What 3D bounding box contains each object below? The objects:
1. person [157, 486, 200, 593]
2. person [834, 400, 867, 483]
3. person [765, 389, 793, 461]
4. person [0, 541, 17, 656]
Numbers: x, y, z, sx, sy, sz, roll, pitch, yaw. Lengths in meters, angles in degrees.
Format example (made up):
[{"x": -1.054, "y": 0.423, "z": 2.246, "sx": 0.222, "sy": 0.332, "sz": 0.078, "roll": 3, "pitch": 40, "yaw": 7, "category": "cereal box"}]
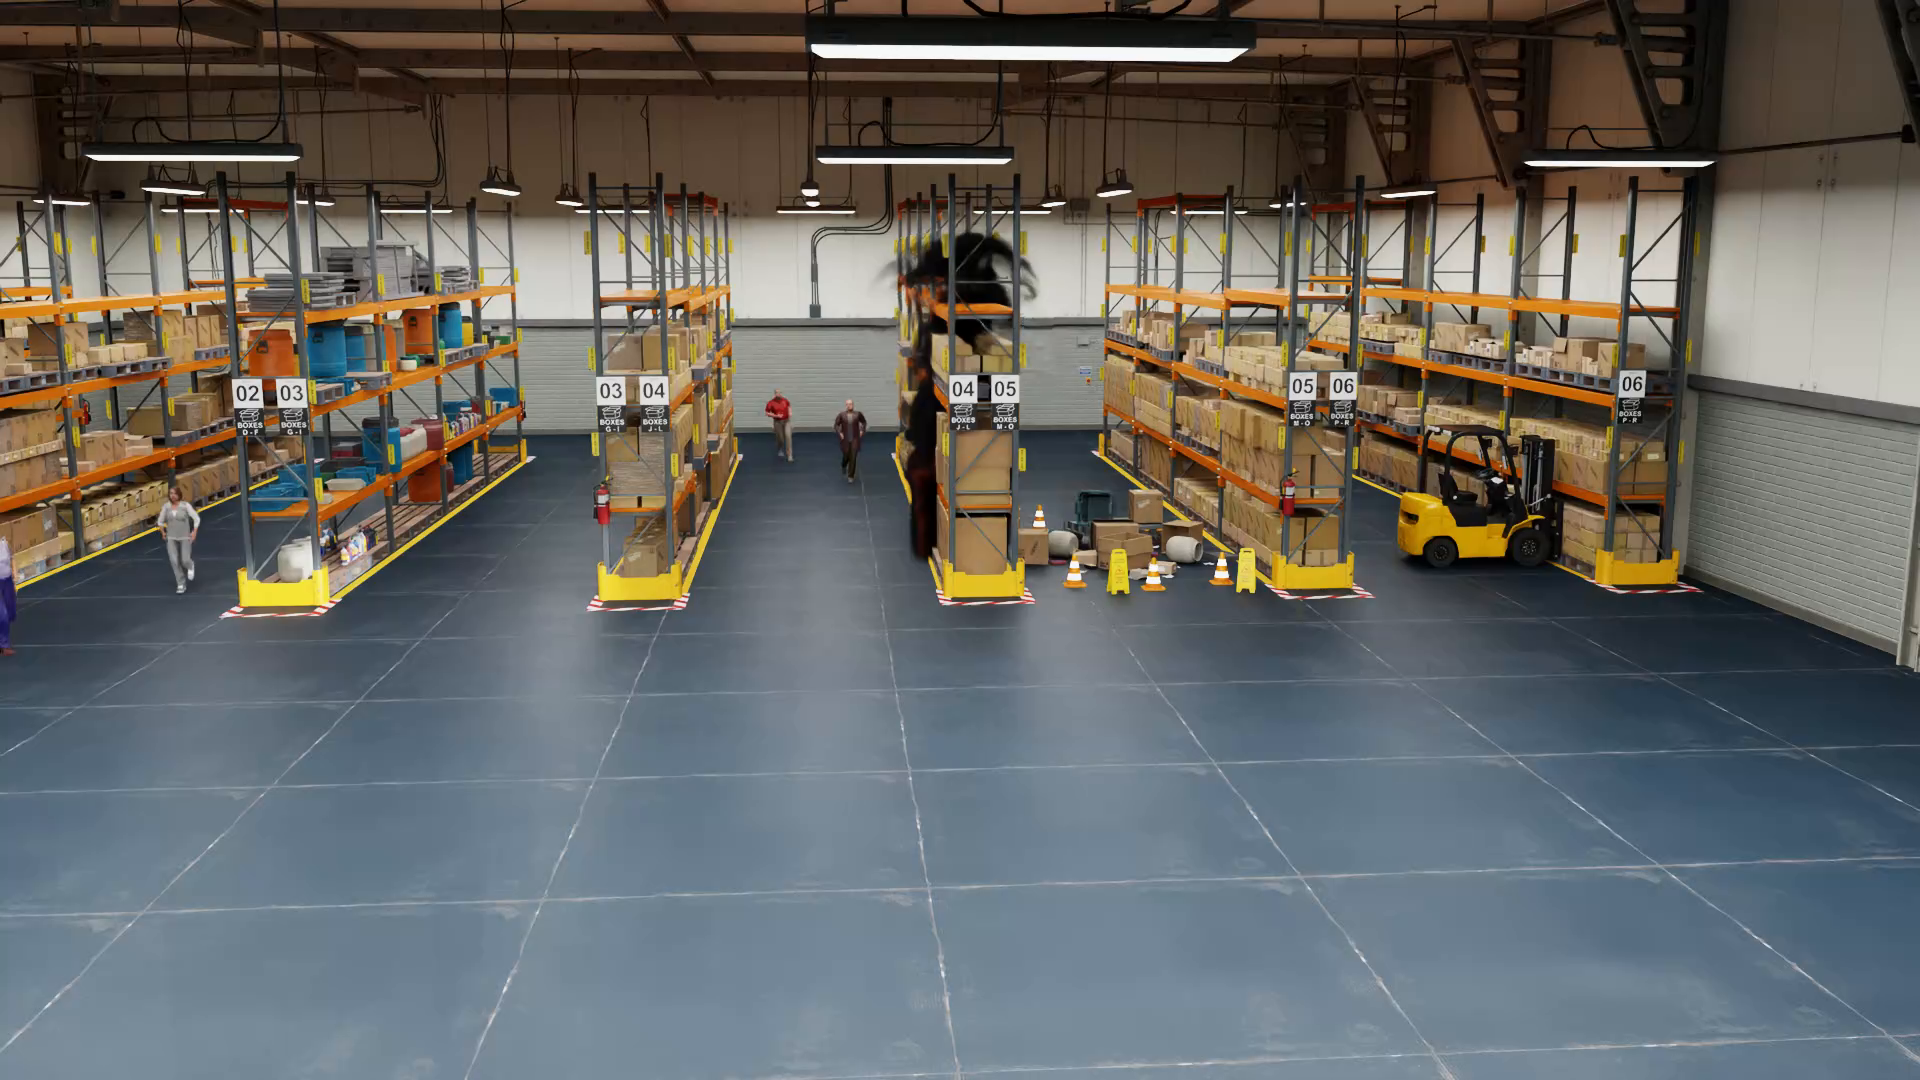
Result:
[{"x": -11.443, "y": -0.026, "z": 24.390, "sx": 0.581, "sy": 1.558, "sz": 0.576, "roll": -3, "pitch": 10, "yaw": -14, "category": "person"}, {"x": -2.353, "y": -2.149, "z": 35.894, "sx": 0.716, "sy": 1.767, "sz": 0.827, "roll": -1, "pitch": 10, "yaw": -3, "category": "person"}, {"x": -4.258, "y": -2.731, "z": 39.280, "sx": 0.692, "sy": 1.694, "sz": 0.929, "roll": -4, "pitch": 11, "yaw": -23, "category": "person"}, {"x": -12.011, "y": 0.610, "z": 20.672, "sx": 0.693, "sy": 1.637, "sz": 0.602, "roll": 6, "pitch": 12, "yaw": 30, "category": "person"}]
